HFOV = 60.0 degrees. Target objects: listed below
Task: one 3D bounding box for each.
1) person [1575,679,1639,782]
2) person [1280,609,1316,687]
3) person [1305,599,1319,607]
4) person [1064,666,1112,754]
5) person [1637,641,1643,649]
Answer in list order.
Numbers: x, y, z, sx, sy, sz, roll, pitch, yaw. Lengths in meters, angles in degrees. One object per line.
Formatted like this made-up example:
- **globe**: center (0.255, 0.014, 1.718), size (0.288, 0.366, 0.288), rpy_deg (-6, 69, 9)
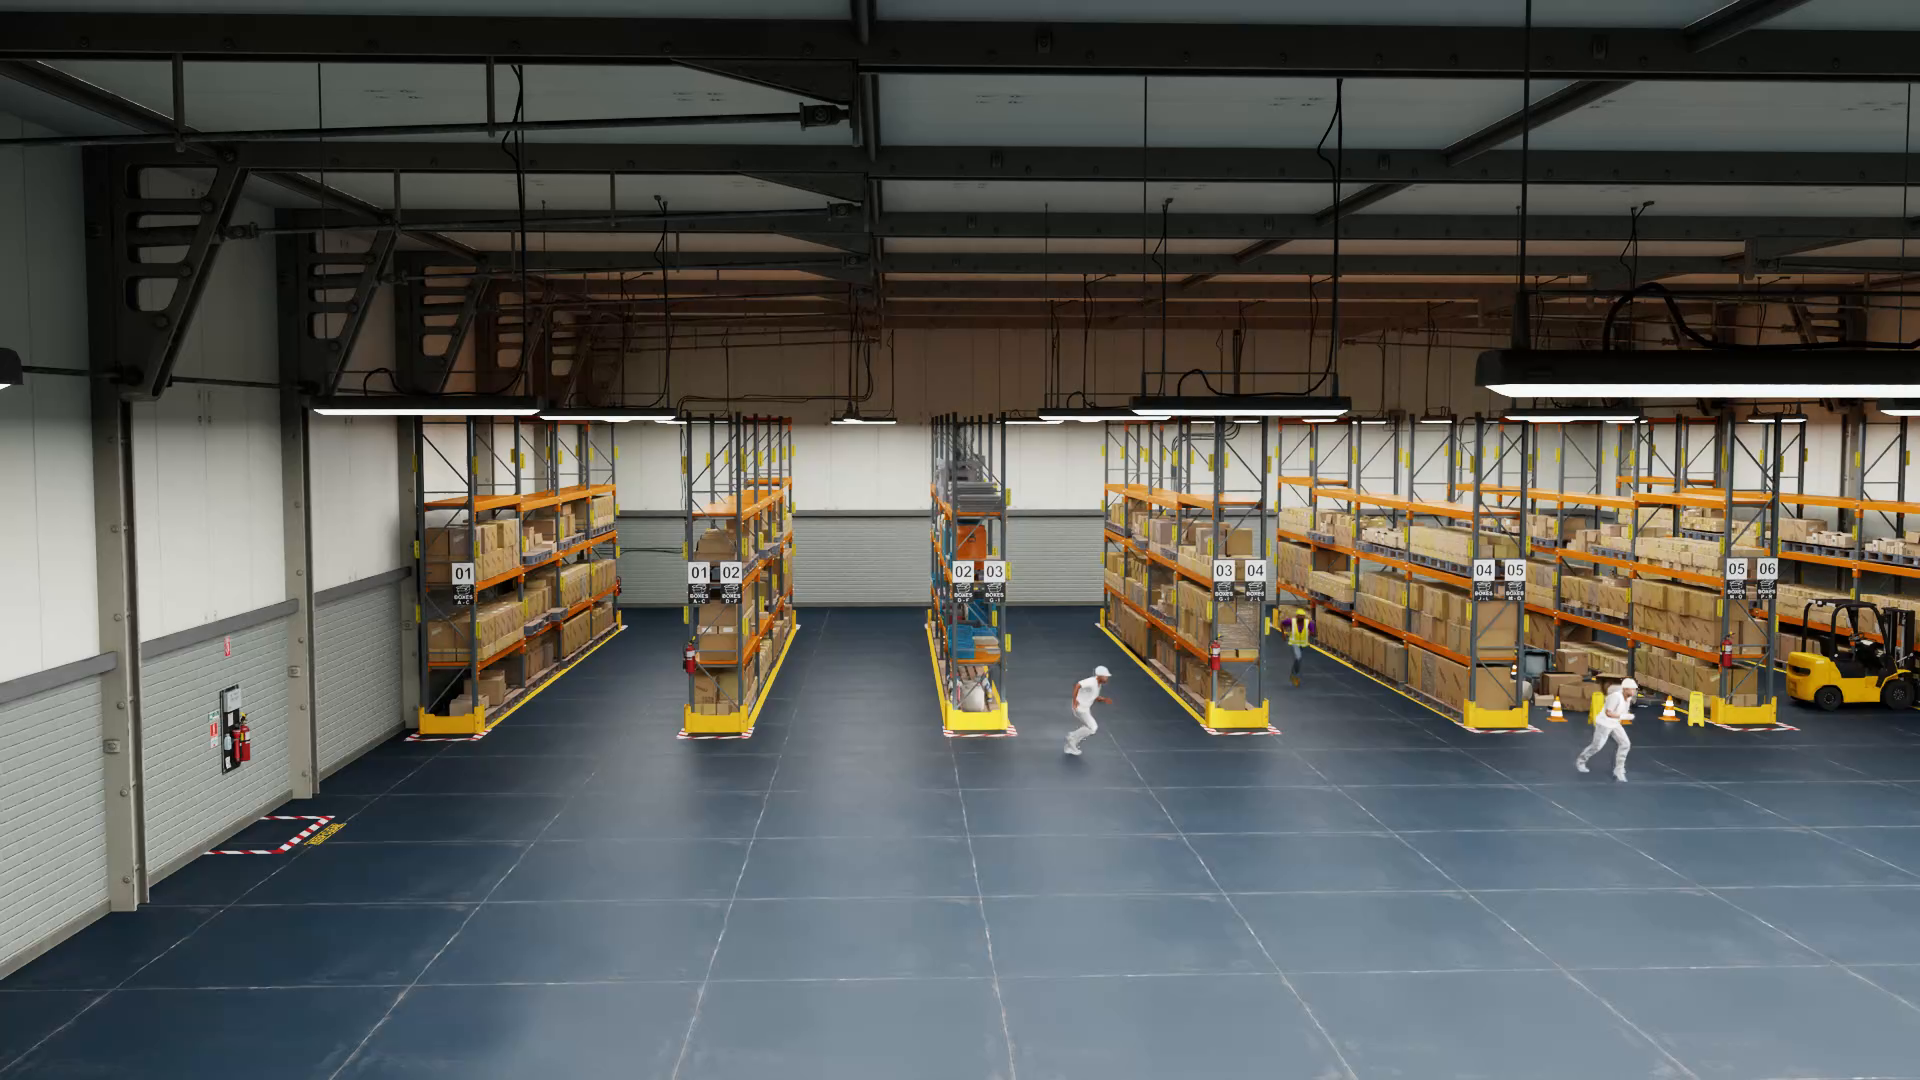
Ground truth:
- **person**: center (10.520, 3.071, 27.034), size (0.728, 1.724, 1.024), rpy_deg (-4, 5, -43)
- **person**: center (7.470, 2.360, 36.765), size (0.684, 1.727, 0.925), rpy_deg (-1, 4, -9)
- **person**: center (10.425, 1.535, 48.878), size (0.574, 1.724, 0.653), rpy_deg (-1, 4, -13)
- **person**: center (2.204, 2.968, 28.871), size (0.840, 1.579, 0.735), rpy_deg (1, 4, 20)
- **person**: center (17.352, 1.958, 42.142), size (0.671, 1.783, 0.884), rpy_deg (-1, 4, -9)
